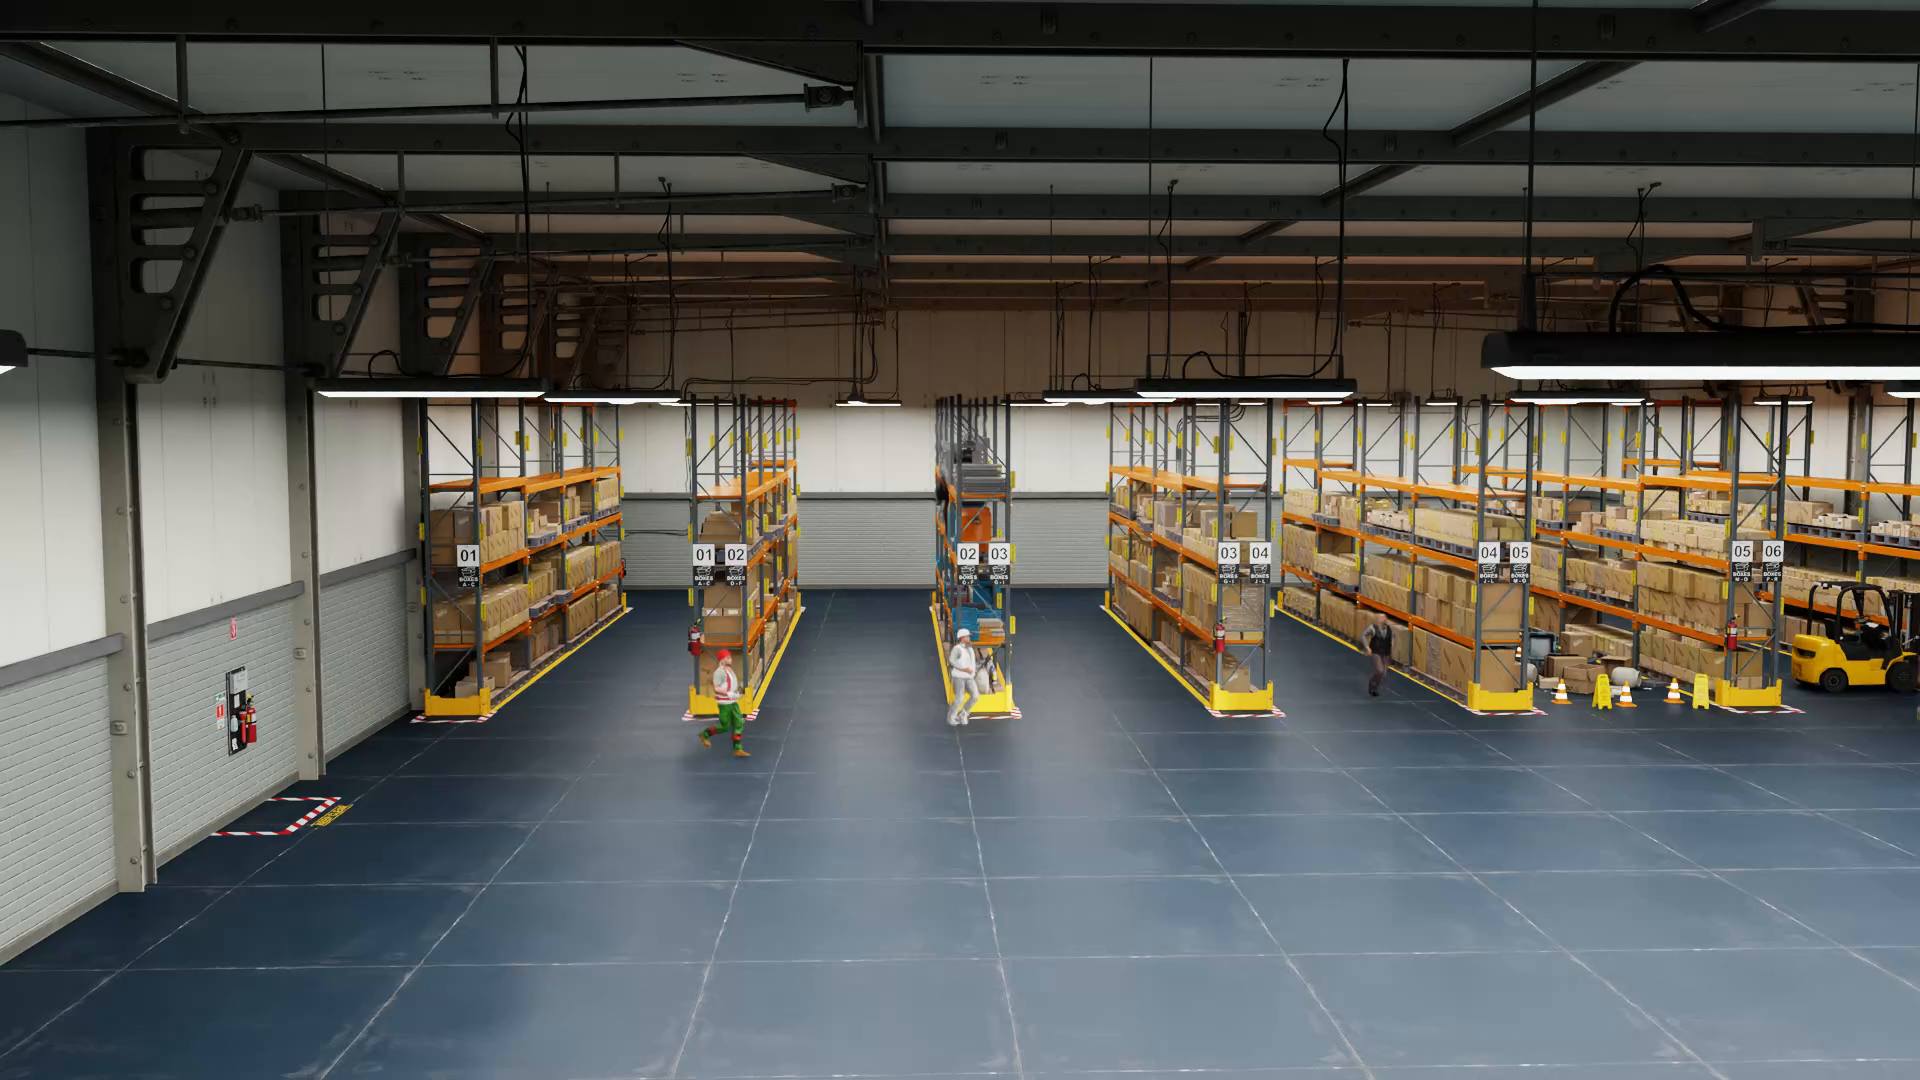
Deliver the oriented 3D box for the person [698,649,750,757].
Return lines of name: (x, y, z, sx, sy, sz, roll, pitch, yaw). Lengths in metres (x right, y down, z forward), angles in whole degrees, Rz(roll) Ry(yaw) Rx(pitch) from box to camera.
person: (-3.876, 2.680, 27.413, 0.904, 1.767, 0.665, 1, 5, 18)

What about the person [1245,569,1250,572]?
person: (8.131, 1.094, 47.435, 0.728, 1.811, 0.808, 1, 5, 17)

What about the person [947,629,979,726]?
person: (0.103, 2.485, 30.131, 0.609, 1.748, 0.722, 4, 6, 44)

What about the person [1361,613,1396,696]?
person: (8.344, 2.281, 32.977, 0.659, 1.679, 0.642, -1, 5, -15)
